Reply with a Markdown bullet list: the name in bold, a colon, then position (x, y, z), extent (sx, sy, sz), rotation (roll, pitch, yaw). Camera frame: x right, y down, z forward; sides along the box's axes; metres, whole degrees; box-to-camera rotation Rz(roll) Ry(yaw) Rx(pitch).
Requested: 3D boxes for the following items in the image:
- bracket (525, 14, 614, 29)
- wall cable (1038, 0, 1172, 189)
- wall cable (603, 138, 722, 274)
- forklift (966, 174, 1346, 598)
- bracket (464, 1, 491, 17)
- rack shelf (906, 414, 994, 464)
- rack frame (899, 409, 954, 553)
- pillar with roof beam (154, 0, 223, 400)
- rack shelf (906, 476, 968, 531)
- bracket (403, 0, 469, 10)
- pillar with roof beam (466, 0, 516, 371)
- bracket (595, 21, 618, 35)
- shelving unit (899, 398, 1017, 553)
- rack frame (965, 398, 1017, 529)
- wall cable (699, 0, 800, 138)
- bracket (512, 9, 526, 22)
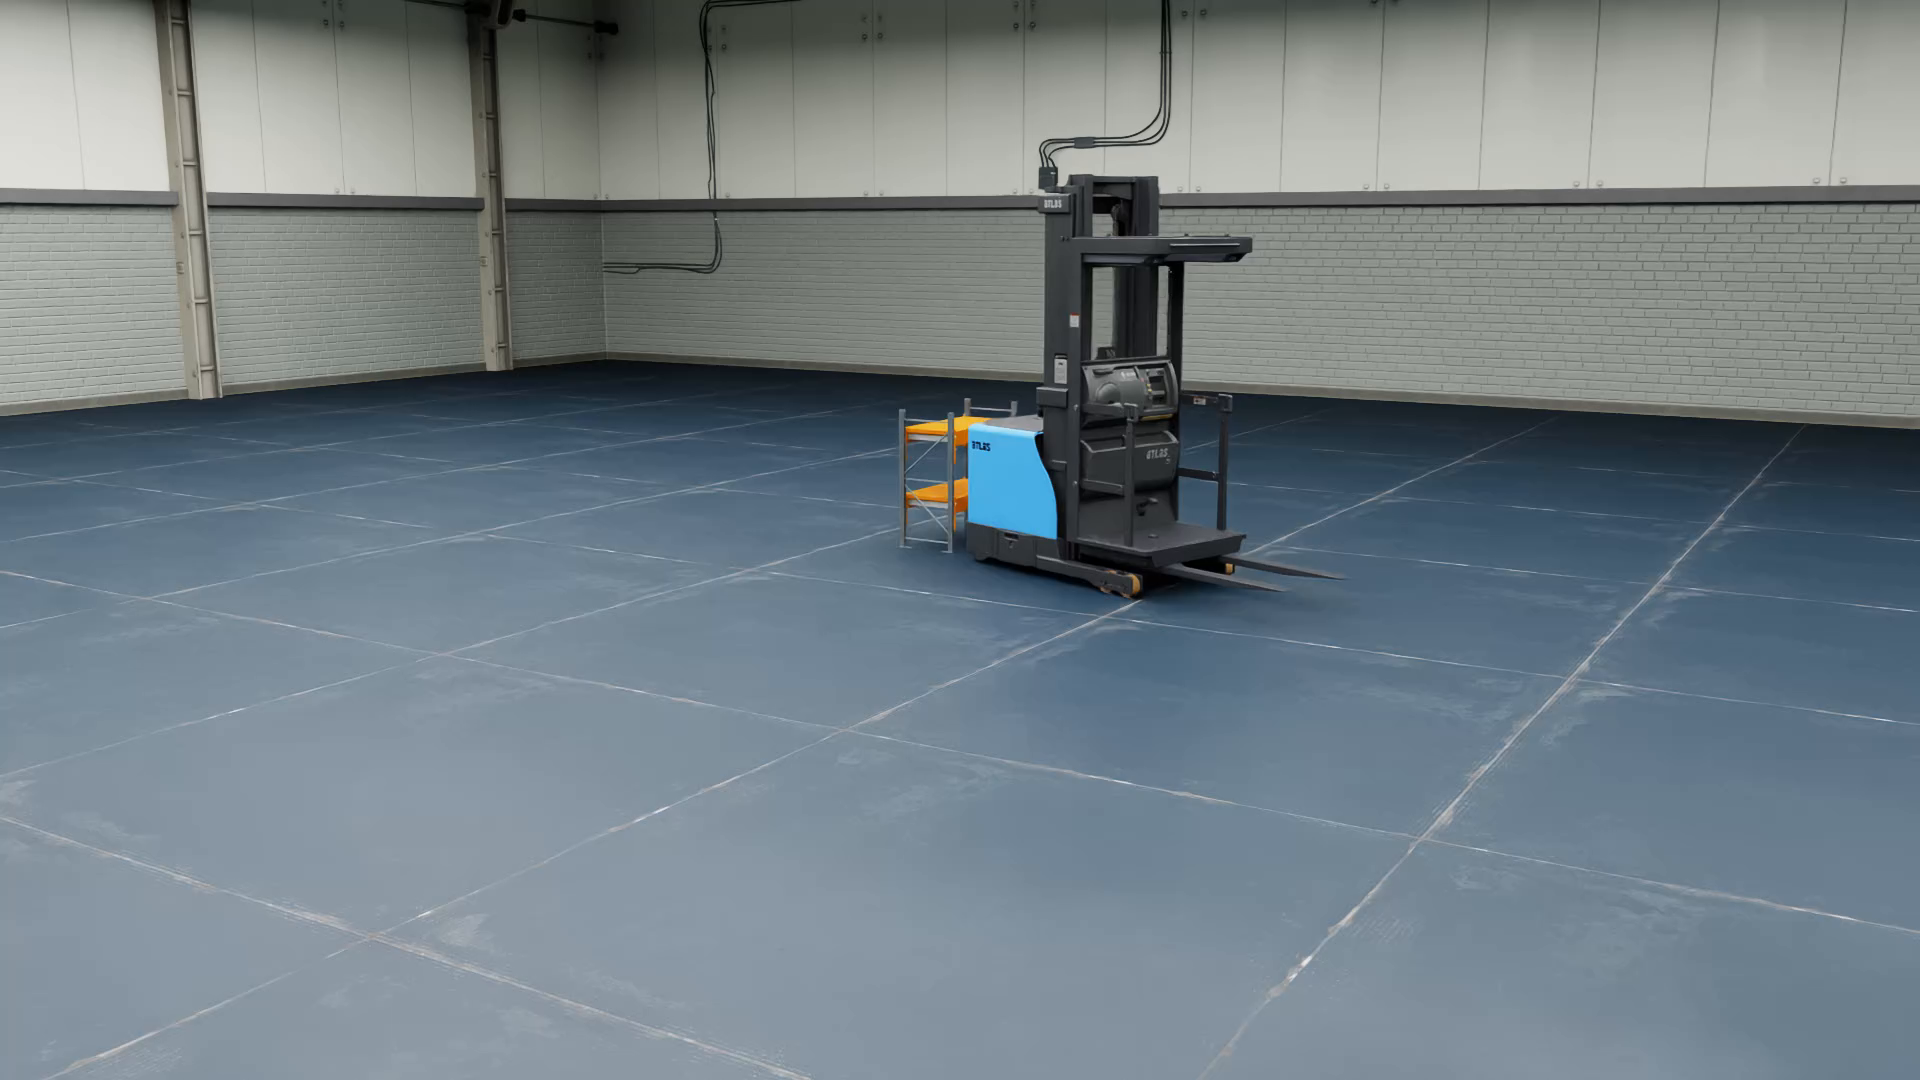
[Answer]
- **bracket**: position (-7.024, -9.628, 31.061), extent (0.076, 0.066, 3.189), rotation (6, 12, 31)
- **wall cable**: position (2.299, -8.647, 26.359), extent (2.305, 6.003, 0.169), rotation (6, 12, 31)
- **wall cable**: position (-5.807, -6.358, 31.815), extent (3.097, 2.526, 0.112), rotation (6, 12, 31)
- **forklift**: position (1.386, -1.139, 11.987), extent (1.130, 2.935, 3.031), rotation (-9, 14, -40)
- **bracket**: position (-8.378, -9.218, 28.868), extent (0.235, 0.232, 0.430), rotation (6, 12, 31)
- **rack shelf**: position (-0.004, -0.840, 13.706), extent (0.538, 0.278, 1.000), rotation (6, 12, 31)
- **rack frame**: position (-0.267, -0.472, 13.332), extent (0.500, 1.125, 0.032), rotation (6, 12, 31)
- **pillar with roof beam**: position (-7.902, -6.193, 22.492), extent (9.100, 9.000, 0.400), rotation (6, 12, 31)
- **rack shelf**: position (-0.004, -0.311, 13.804), extent (0.538, 0.278, 1.000), rotation (6, 12, 31)
- **bracket**: position (-9.716, -8.812, 26.704), extent (0.076, 0.066, 4.783), rotation (6, 12, 31)
- **pillar with roof beam**: position (-4.787, -7.136, 27.533), extent (9.100, 9.000, 0.548), rotation (6, 12, 31)
- **bracket**: position (-6.717, -9.721, 31.557), extent (0.235, 0.232, 0.430), rotation (6, 12, 31)
- **shelving unit**: position (-0.004, -0.552, 13.759), extent (0.538, 1.125, 1.048), rotation (6, 12, 31)
- **rack frame**: position (0.260, -0.632, 14.187), extent (0.500, 1.125, 0.032), rotation (6, 12, 31)
- **wall cable**: position (-3.494, -8.582, 29.970), extent (3.097, 2.526, 0.112), rotation (6, 12, 31)
- **bracket**: position (-7.947, -9.348, 29.566), extent (0.235, 0.232, 0.430), rotation (6, 12, 31)
